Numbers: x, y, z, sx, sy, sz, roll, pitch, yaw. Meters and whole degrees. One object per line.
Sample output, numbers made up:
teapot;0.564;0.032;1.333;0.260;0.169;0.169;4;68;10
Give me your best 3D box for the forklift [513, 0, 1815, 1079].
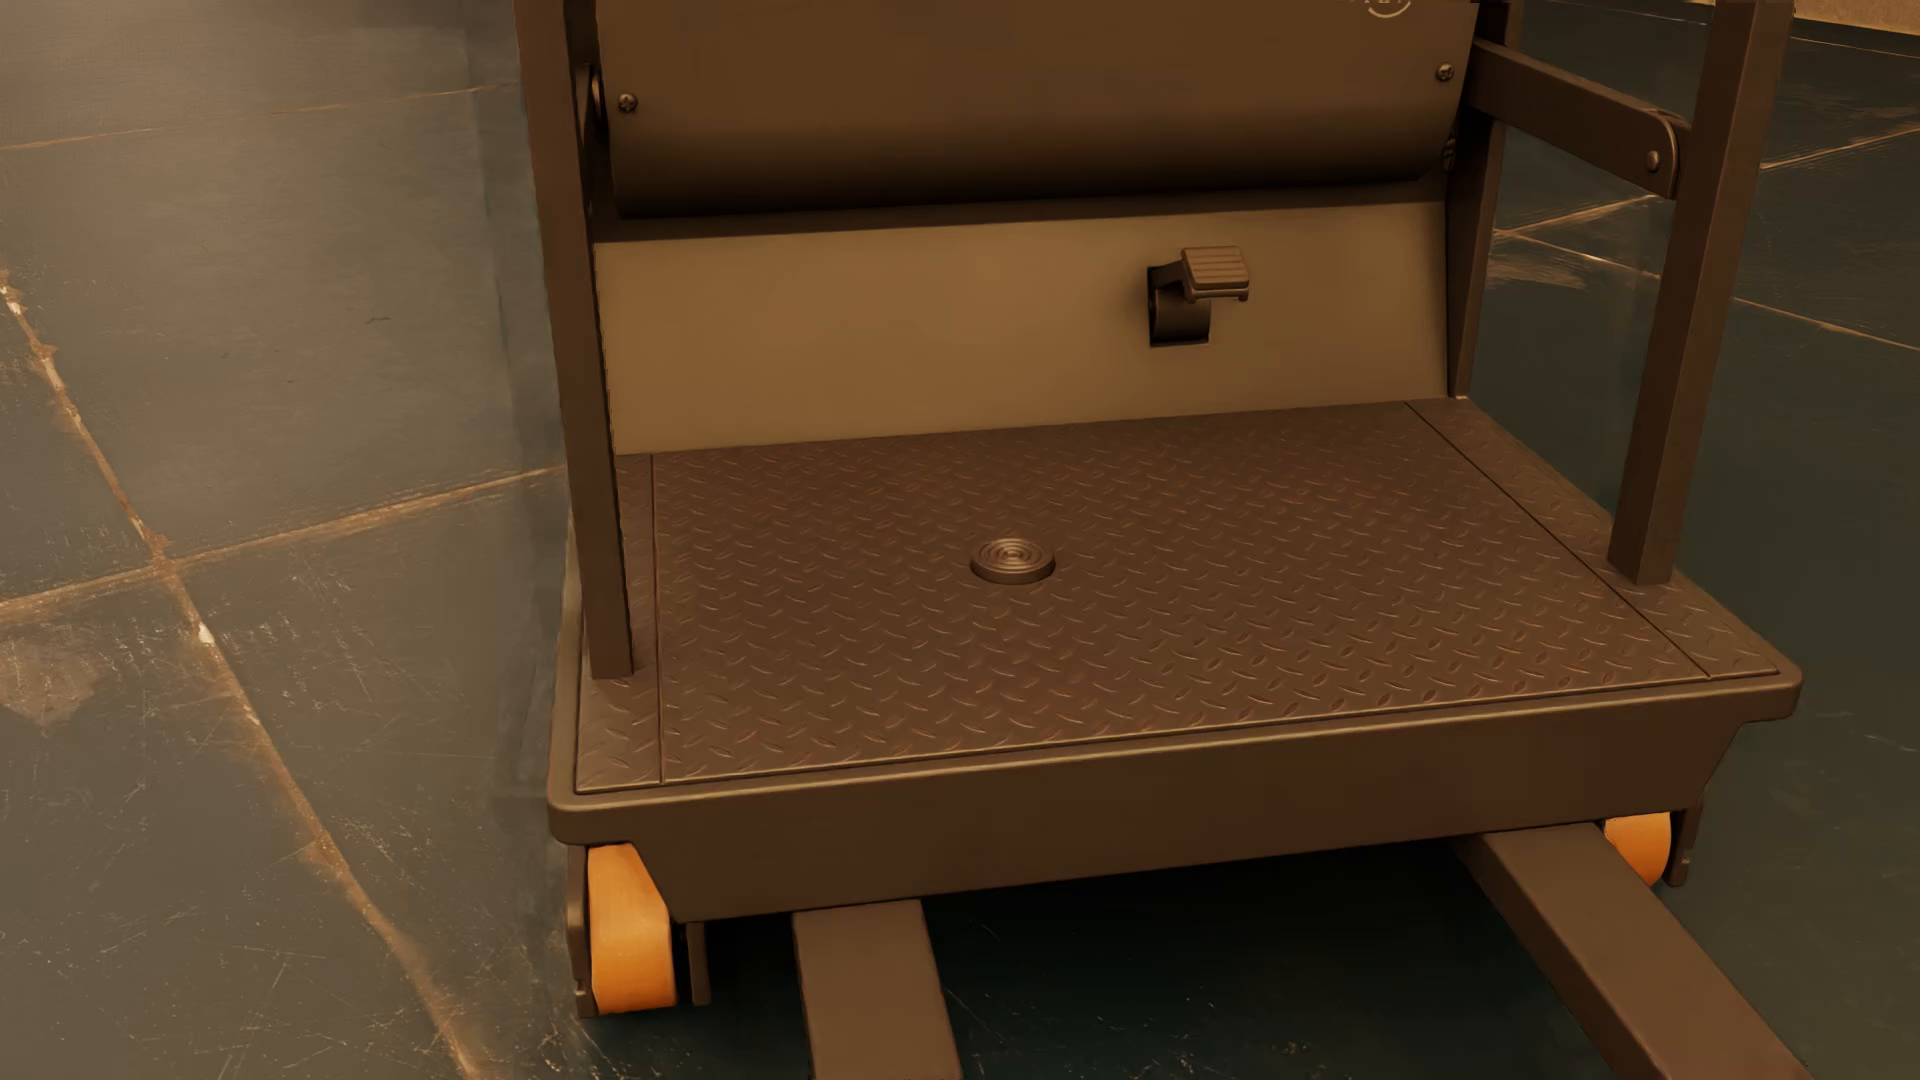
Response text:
forklift;0.130;-1.034;1.292;1.130;2.935;3.031;-5;27;-9
